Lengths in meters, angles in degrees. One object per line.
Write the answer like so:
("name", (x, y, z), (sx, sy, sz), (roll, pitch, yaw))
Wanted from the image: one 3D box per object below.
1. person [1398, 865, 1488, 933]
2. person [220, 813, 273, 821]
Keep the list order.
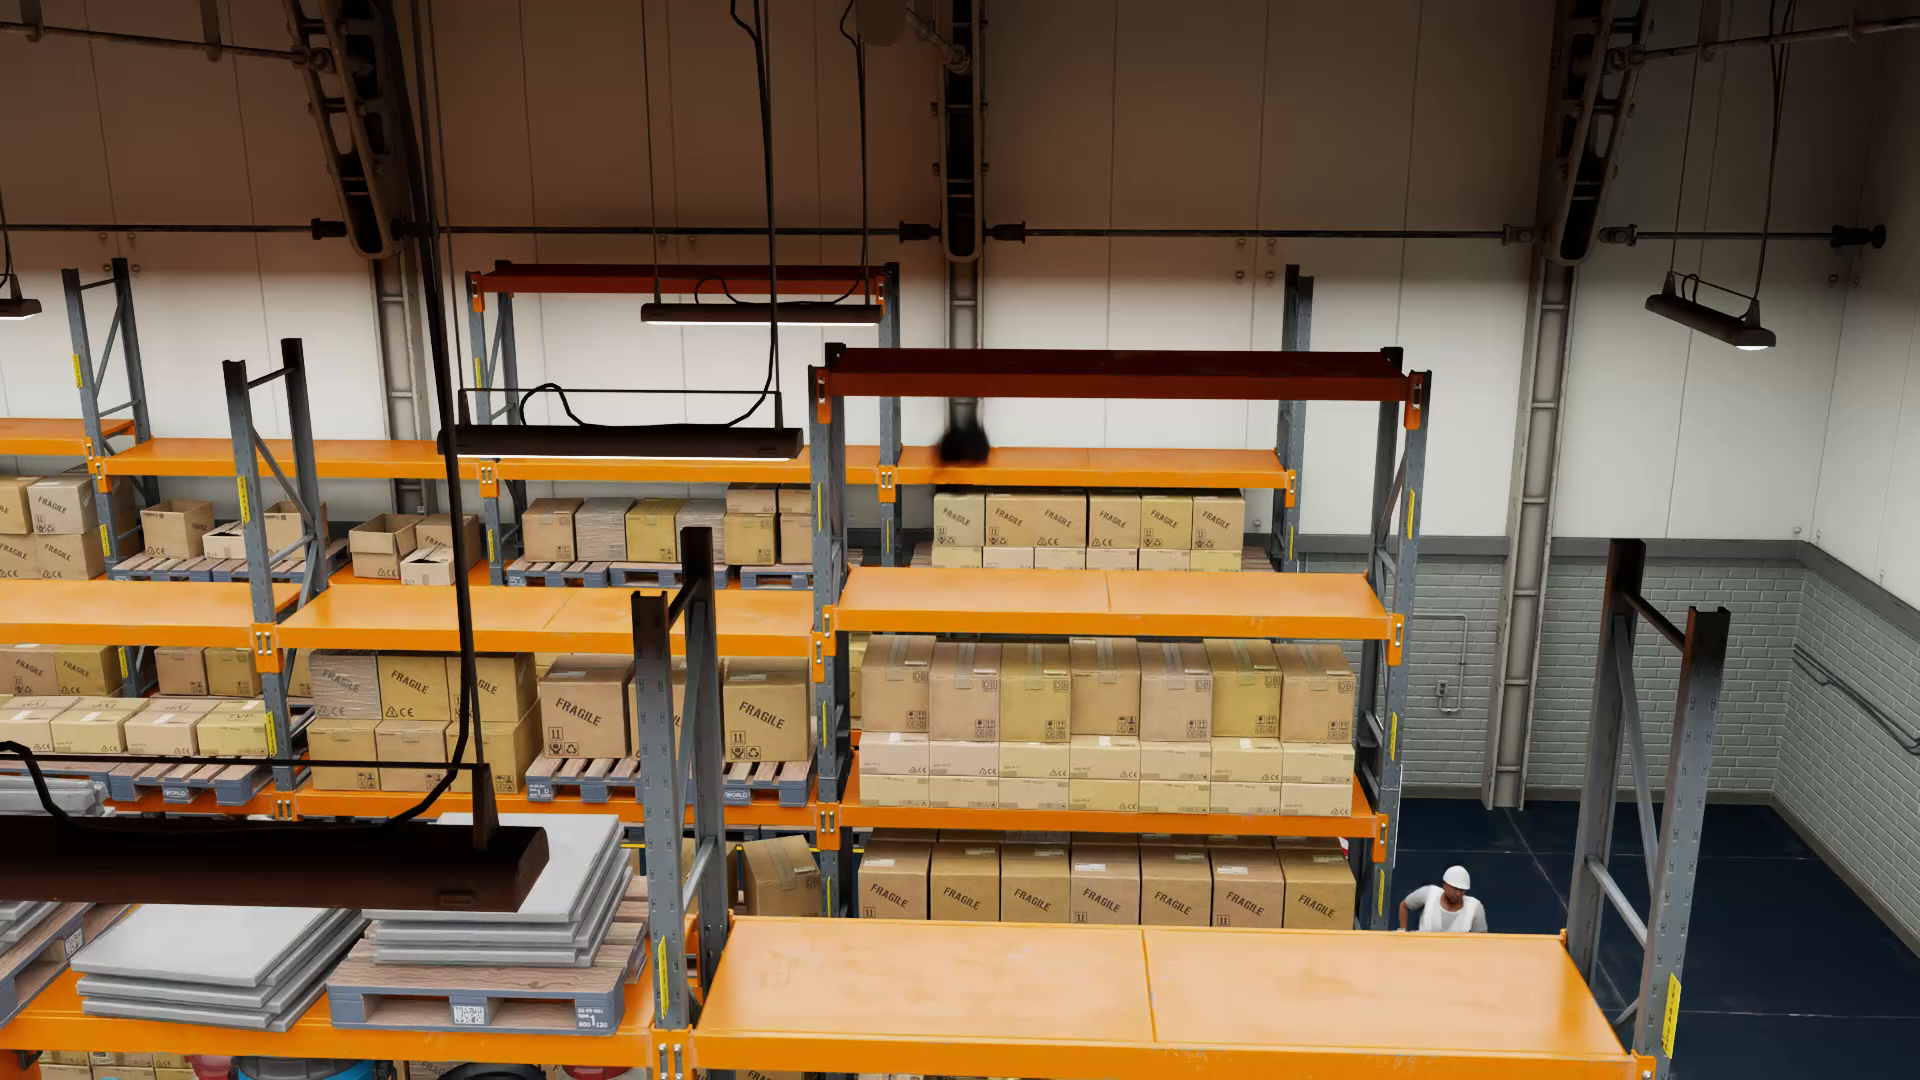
("person", (3.890, 3.423, 13.549), (0.755, 1.701, 0.963), (3, 16, 10))
("person", (-6.422, 3.034, 15.151), (0.802, 1.646, 0.637), (6, 17, 21))
